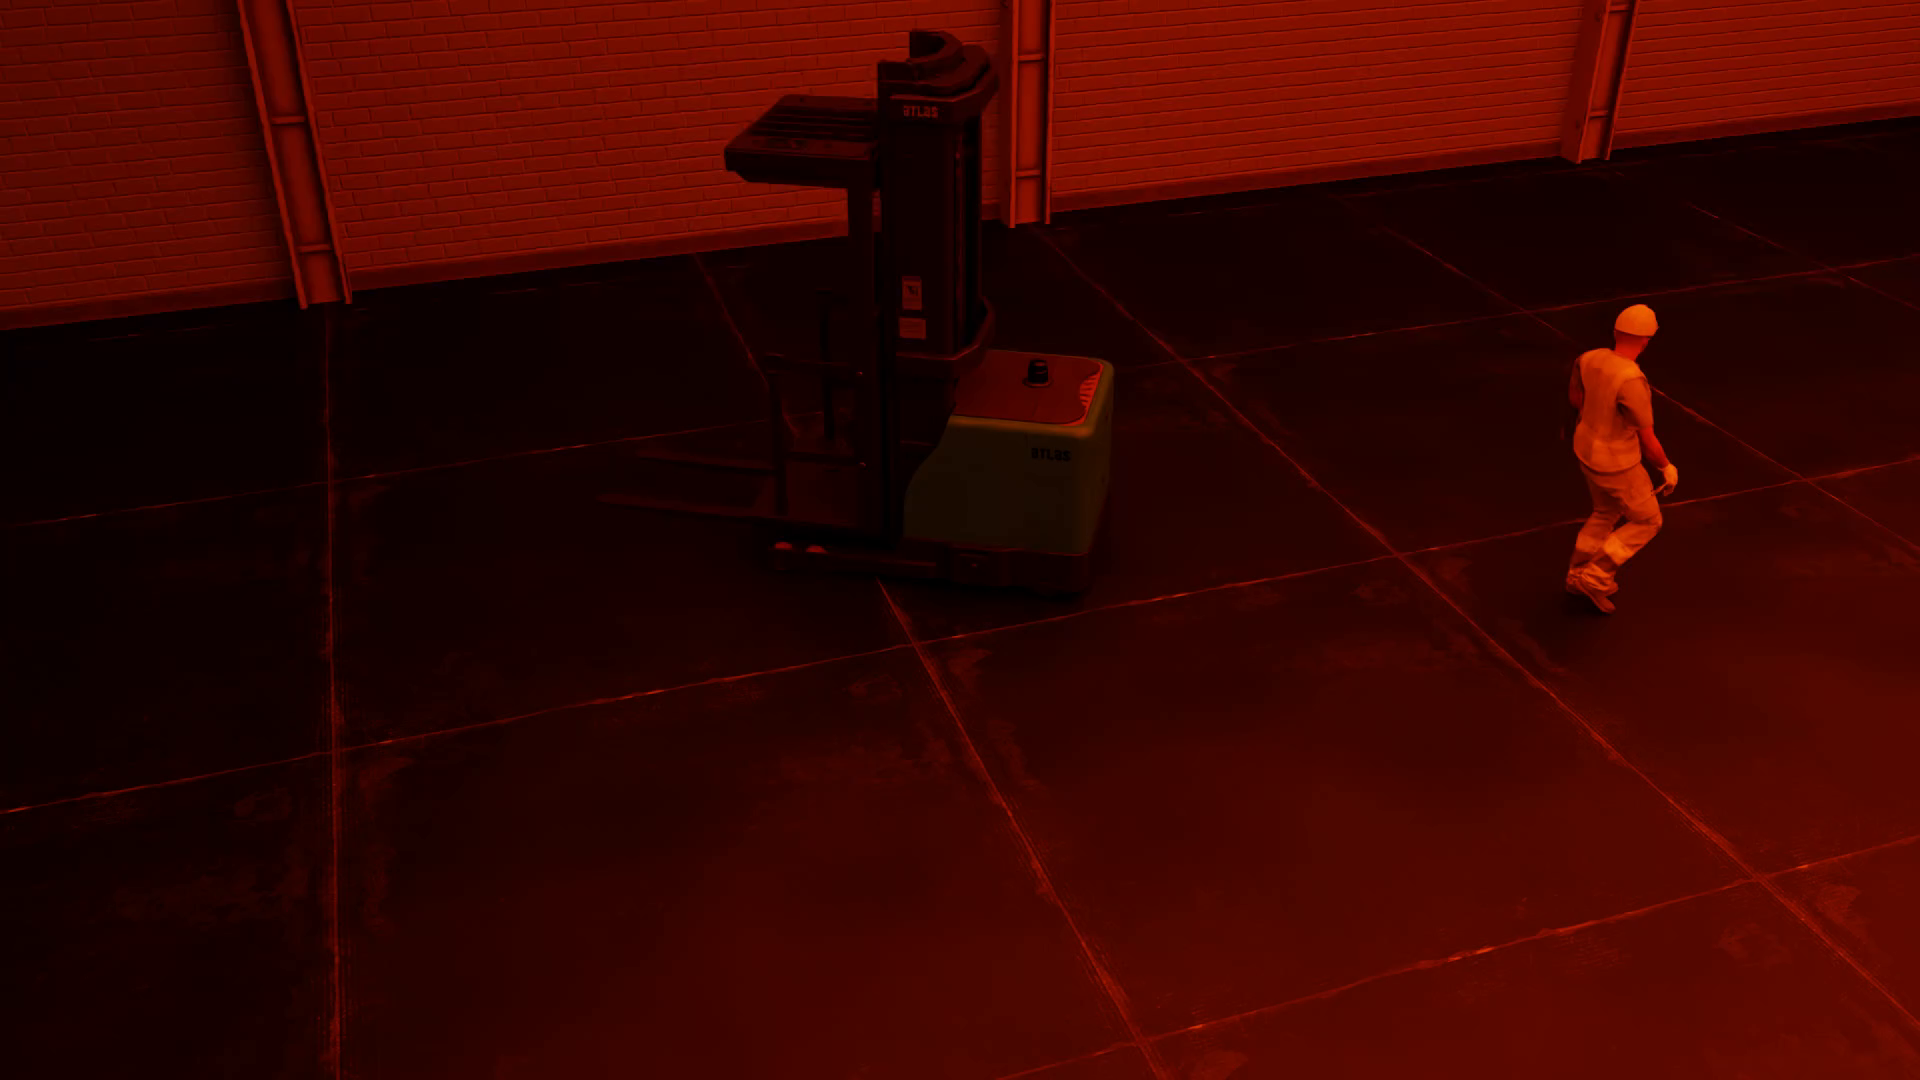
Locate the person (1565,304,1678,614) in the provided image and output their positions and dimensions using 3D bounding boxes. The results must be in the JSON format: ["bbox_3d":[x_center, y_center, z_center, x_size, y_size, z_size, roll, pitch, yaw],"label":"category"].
[{"bbox_3d":[3.568,-0.468,9.088,0.480,1.759,0.806,-3,30,-5],"label":"person"}]

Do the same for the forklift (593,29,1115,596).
[{"bbox_3d":[-0.657,-1.319,9.380,3.031,2.935,1.130,6,30,11],"label":"forklift"}]
